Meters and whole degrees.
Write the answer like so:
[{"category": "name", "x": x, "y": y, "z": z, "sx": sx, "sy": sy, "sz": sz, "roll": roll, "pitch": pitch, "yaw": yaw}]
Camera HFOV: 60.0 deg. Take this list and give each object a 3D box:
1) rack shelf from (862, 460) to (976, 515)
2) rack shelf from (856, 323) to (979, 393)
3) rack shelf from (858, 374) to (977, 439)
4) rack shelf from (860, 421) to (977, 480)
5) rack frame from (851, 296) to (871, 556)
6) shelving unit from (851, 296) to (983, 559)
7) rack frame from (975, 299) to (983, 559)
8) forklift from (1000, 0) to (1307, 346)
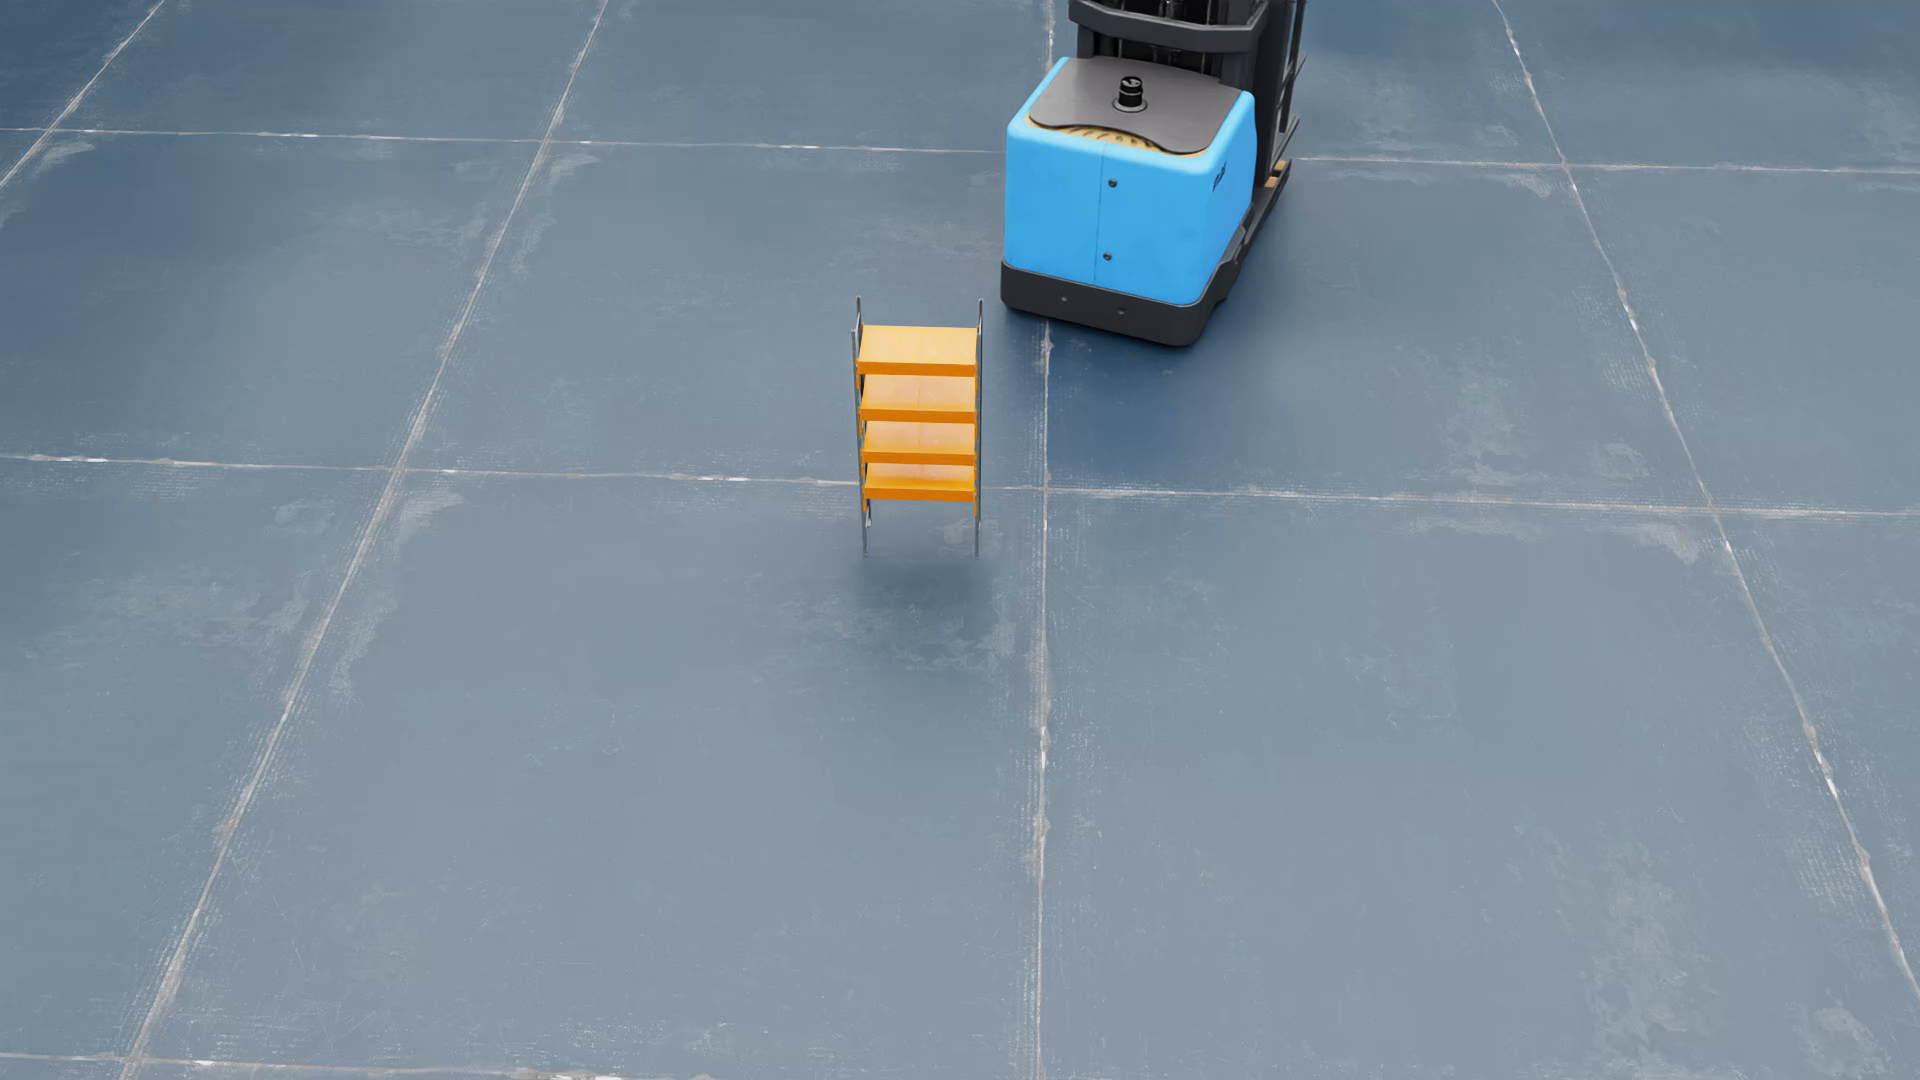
[{"category": "rack shelf", "x": -0.165, "y": -0.250, "z": 7.113, "sx": 0.480, "sy": 0.148, "sz": 0.258, "roll": 2, "pitch": 43, "yaw": 2}, {"category": "rack shelf", "x": -0.165, "y": -0.732, "z": 6.664, "sx": 0.480, "sy": 0.148, "sz": 0.258, "roll": 2, "pitch": 43, "yaw": 2}, {"category": "rack shelf", "x": -0.165, "y": -0.559, "z": 6.825, "sx": 0.480, "sy": 0.148, "sz": 0.258, "roll": 2, "pitch": 43, "yaw": 2}, {"category": "rack shelf", "x": -0.165, "y": -0.395, "z": 6.978, "sx": 0.480, "sy": 0.148, "sz": 0.258, "roll": 2, "pitch": 43, "yaw": 2}, {"category": "rack frame", "x": -0.409, "y": -0.452, "z": 6.940, "sx": 0.015, "sy": 1.200, "sz": 0.240, "roll": 2, "pitch": 43, "yaw": 2}, {"category": "shelving unit", "x": -0.165, "y": -0.444, "z": 6.932, "sx": 0.503, "sy": 1.200, "sz": 0.258, "roll": 2, "pitch": 43, "yaw": 2}, {"category": "rack frame", "x": 0.078, "y": -0.437, "z": 6.924, "sx": 0.015, "sy": 1.200, "sz": 0.240, "roll": 2, "pitch": 43, "yaw": 2}, {"category": "forklift", "x": 1.239, "y": -3.051, "z": 8.460, "sx": 1.130, "sy": 2.935, "sz": 3.031, "roll": 16, "pitch": 45, "yaw": 16}]
